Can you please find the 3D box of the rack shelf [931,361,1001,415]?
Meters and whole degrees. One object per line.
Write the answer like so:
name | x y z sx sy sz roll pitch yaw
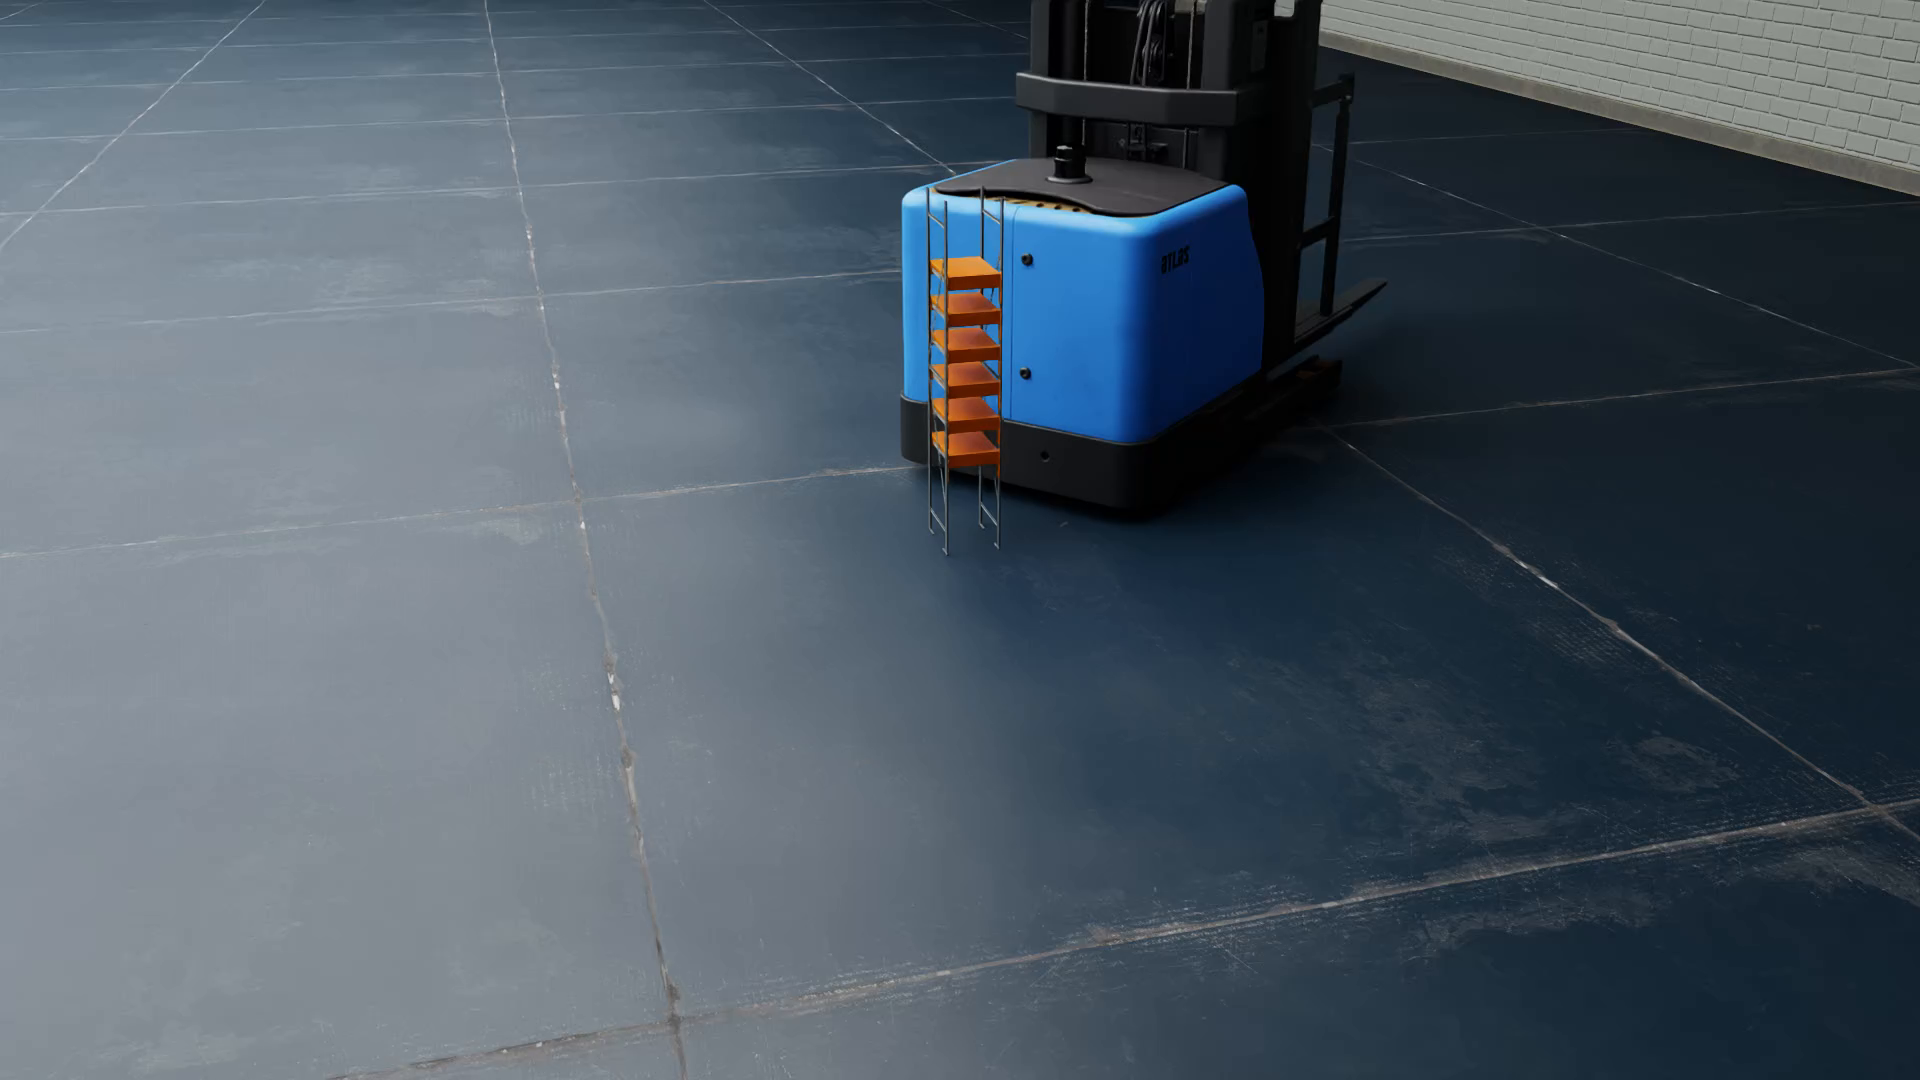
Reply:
rack shelf | 0.014 -0.512 5.535 0.180 0.103 0.258 -6 24 -14

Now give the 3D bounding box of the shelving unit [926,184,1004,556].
shelving unit | 0.014 -0.553 5.517 0.189 1.200 0.258 -6 24 -14

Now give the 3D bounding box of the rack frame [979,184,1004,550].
rack frame | 0.102 -0.563 5.540 0.006 1.200 0.240 -6 24 -14

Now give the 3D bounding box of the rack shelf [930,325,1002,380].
rack shelf | 0.014 -0.622 5.487 0.180 0.103 0.258 -6 24 -14

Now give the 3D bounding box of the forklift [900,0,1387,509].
forklift | 0.995 -1.988 6.666 1.130 2.935 3.031 14 27 30

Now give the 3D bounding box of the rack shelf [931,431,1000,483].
rack shelf | 0.014 -0.292 5.629 0.180 0.103 0.258 -6 24 -14

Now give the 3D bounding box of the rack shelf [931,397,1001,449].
rack shelf | 0.014 -0.402 5.582 0.180 0.103 0.258 -6 24 -14

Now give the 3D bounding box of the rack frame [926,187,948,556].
rack frame | -0.074 -0.543 5.494 0.006 1.200 0.240 -6 24 -14

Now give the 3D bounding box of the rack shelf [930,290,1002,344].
rack shelf | 0.014 -0.733 5.440 0.180 0.103 0.258 -6 24 -14

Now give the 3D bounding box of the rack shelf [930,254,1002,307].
rack shelf | 0.014 -0.843 5.393 0.180 0.103 0.258 -6 24 -14
